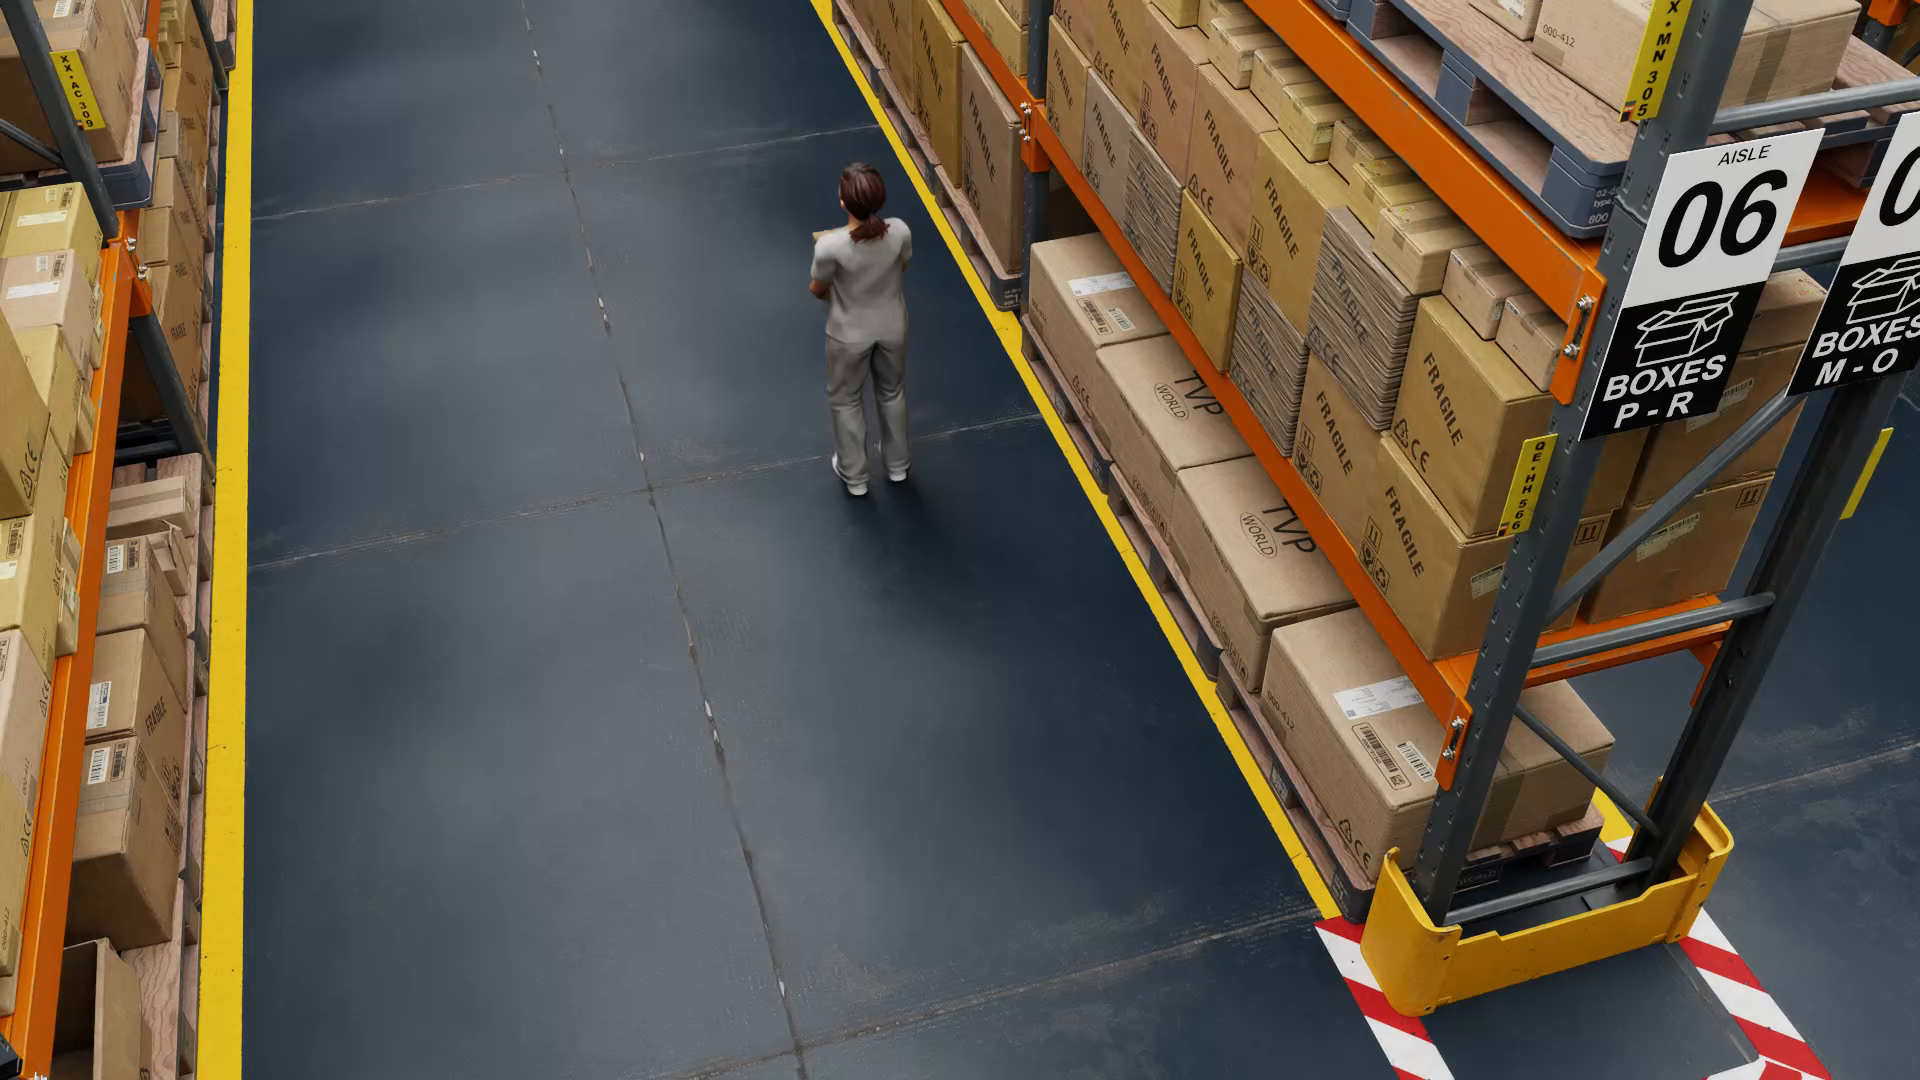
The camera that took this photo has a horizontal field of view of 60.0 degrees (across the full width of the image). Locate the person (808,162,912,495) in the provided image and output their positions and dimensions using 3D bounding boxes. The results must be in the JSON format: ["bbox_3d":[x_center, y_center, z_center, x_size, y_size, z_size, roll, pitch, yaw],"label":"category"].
[{"bbox_3d":[-0.432,-0.933,7.185,0.444,1.671,0.547,-15,45,-16],"label":"person"}]
